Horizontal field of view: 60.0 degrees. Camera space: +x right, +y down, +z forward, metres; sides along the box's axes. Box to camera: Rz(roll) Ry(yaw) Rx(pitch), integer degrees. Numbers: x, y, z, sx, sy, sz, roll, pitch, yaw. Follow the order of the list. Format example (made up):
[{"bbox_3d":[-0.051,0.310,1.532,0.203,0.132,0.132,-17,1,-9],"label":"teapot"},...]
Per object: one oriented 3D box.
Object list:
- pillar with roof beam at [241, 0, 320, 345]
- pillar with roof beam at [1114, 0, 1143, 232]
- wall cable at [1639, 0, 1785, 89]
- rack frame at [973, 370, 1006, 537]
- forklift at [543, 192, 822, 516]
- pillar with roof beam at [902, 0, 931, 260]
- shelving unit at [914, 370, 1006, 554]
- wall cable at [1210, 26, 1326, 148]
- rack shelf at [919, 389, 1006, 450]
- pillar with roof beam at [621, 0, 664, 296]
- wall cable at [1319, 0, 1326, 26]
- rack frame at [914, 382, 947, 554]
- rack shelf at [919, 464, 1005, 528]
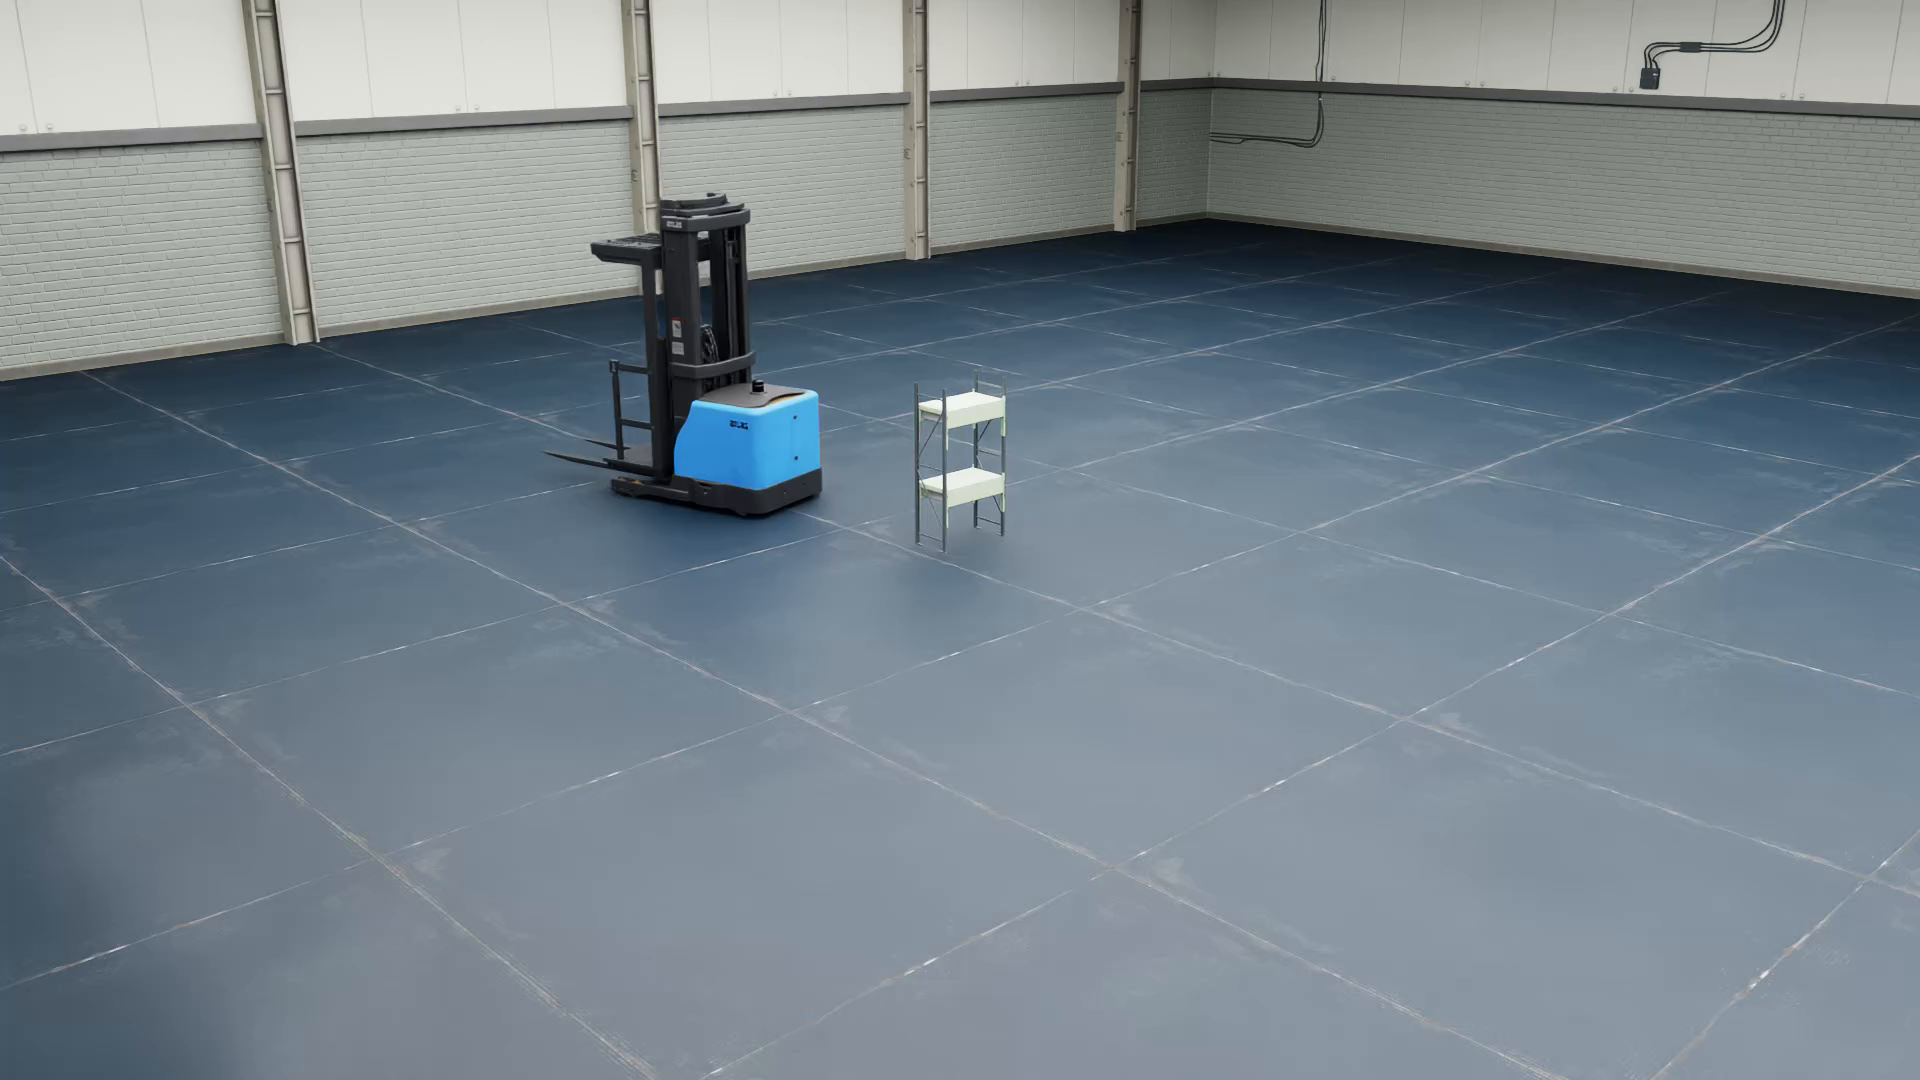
[{"bbox_3d":[-6.573,-6.185,19.736,0.400,9.000,9.100,-16,24,-41],"label":"pillar with roof beam"},{"bbox_3d":[6.506,-9.999,31.500,0.400,9.000,9.100,-16,24,-41],"label":"pillar with roof beam"},{"bbox_3d":[13.108,-10.779,28.390,0.169,6.003,2.305,-16,24,-41],"label":"wall cable"},{"bbox_3d":[0.271,-0.792,15.262,0.023,1.500,0.400,-16,24,-41],"label":"rack frame"},{"bbox_3d":[-2.894,-1.943,16.491,3.031,2.935,1.130,11,21,30],"label":"forklift"},{"bbox_3d":[2.146,-8.728,27.578,0.400,9.000,9.100,-16,24,-41],"label":"pillar with roof beam"},{"bbox_3d":[0.005,-0.715,15.023,0.755,1.500,0.431,-16,24,-41],"label":"shelving unit"},{"bbox_3d":[6.598,-9.815,35.966,0.112,2.526,3.097,-16,24,-41],"label":"wall cable"},{"bbox_3d":[0.005,-1.086,14.903,0.720,0.370,0.431,-16,24,-41],"label":"rack shelf"},{"bbox_3d":[-2.213,-7.456,23.657,0.400,9.000,9.100,-16,24,-41],"label":"pillar with roof beam"},{"bbox_3d":[8.456,-11.611,33.317,0.112,2.526,3.097,-16,24,-41],"label":"wall cable"},{"bbox_3d":[-0.261,-0.637,14.784,0.023,1.500,0.400,-16,24,-41],"label":"rack frame"},{"bbox_3d":[0.005,-0.405,15.124,0.720,0.370,0.431,-16,24,-41],"label":"rack shelf"}]
